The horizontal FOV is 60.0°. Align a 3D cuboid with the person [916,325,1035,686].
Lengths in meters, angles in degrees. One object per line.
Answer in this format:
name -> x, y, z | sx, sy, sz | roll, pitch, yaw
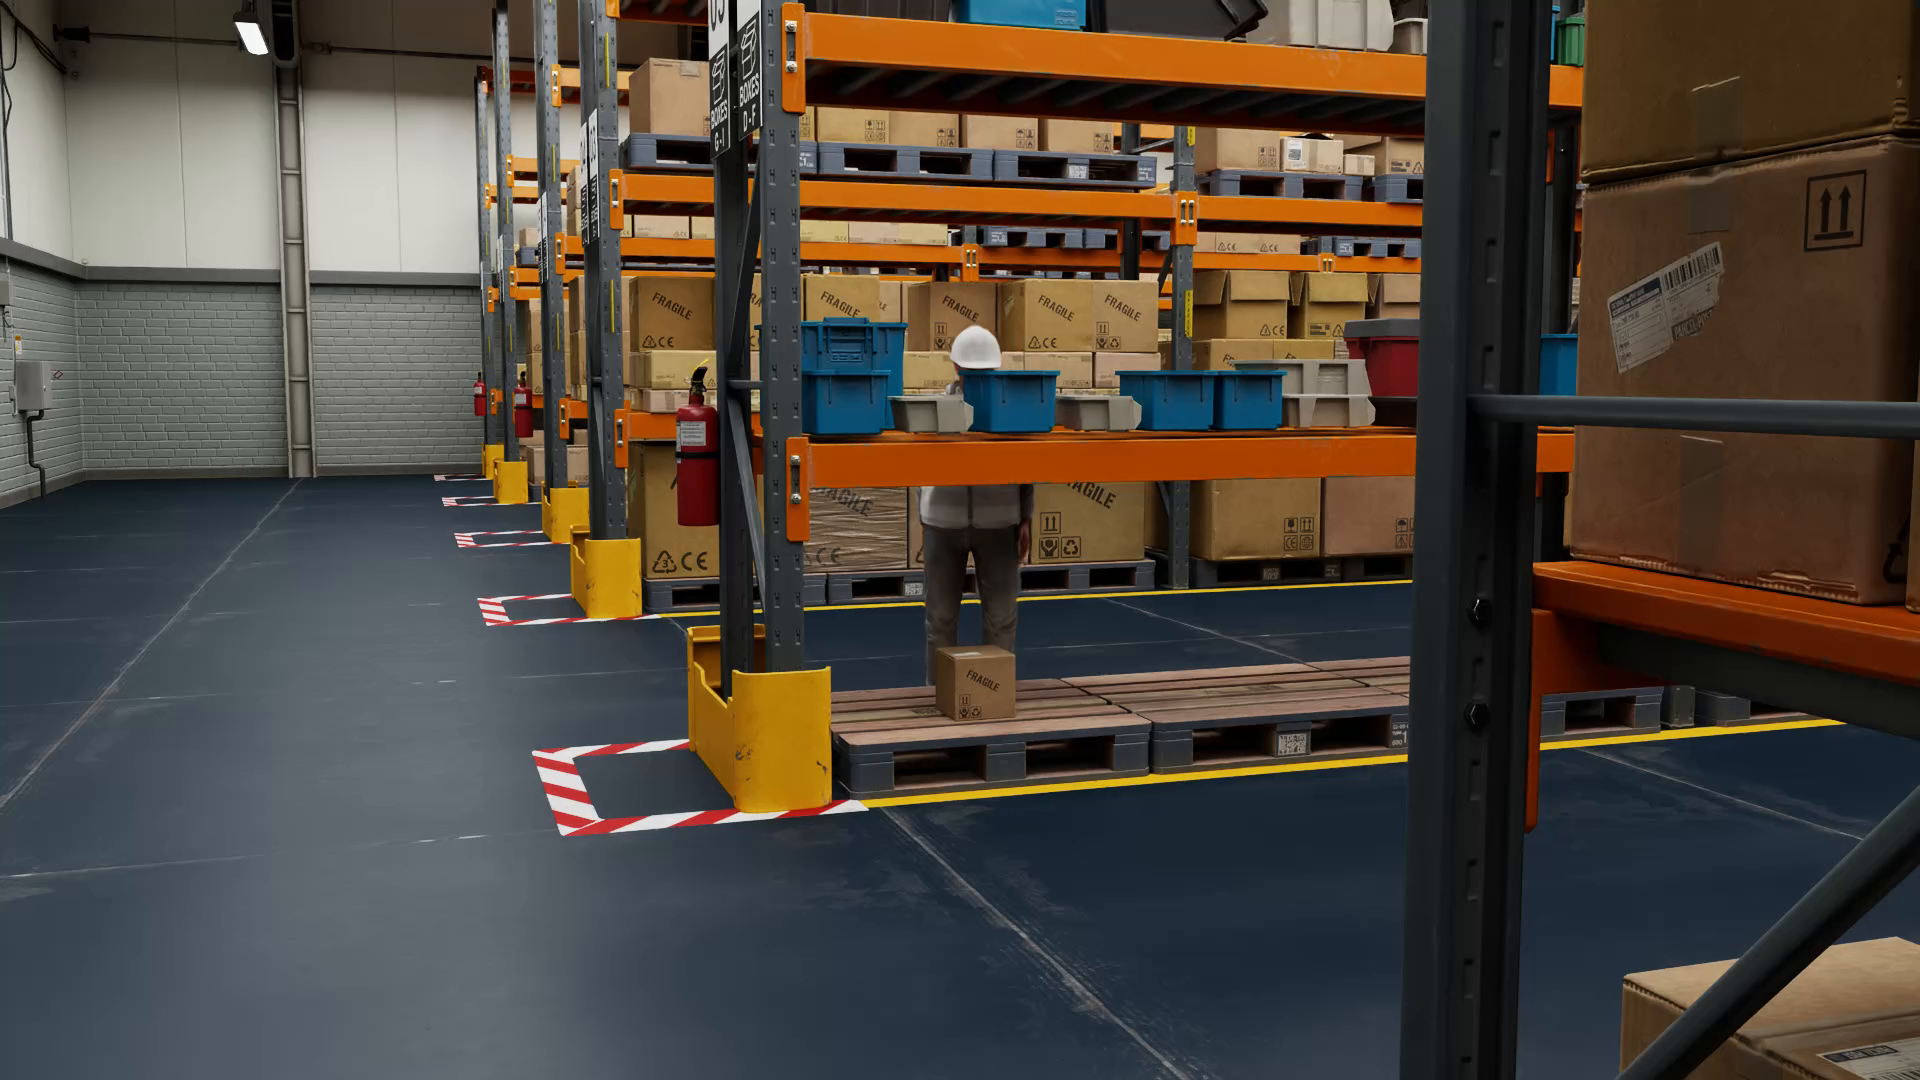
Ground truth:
person -> 0.069, -0.053, 7.289 | 0.535, 1.763, 0.364 | 0, 6, 0
